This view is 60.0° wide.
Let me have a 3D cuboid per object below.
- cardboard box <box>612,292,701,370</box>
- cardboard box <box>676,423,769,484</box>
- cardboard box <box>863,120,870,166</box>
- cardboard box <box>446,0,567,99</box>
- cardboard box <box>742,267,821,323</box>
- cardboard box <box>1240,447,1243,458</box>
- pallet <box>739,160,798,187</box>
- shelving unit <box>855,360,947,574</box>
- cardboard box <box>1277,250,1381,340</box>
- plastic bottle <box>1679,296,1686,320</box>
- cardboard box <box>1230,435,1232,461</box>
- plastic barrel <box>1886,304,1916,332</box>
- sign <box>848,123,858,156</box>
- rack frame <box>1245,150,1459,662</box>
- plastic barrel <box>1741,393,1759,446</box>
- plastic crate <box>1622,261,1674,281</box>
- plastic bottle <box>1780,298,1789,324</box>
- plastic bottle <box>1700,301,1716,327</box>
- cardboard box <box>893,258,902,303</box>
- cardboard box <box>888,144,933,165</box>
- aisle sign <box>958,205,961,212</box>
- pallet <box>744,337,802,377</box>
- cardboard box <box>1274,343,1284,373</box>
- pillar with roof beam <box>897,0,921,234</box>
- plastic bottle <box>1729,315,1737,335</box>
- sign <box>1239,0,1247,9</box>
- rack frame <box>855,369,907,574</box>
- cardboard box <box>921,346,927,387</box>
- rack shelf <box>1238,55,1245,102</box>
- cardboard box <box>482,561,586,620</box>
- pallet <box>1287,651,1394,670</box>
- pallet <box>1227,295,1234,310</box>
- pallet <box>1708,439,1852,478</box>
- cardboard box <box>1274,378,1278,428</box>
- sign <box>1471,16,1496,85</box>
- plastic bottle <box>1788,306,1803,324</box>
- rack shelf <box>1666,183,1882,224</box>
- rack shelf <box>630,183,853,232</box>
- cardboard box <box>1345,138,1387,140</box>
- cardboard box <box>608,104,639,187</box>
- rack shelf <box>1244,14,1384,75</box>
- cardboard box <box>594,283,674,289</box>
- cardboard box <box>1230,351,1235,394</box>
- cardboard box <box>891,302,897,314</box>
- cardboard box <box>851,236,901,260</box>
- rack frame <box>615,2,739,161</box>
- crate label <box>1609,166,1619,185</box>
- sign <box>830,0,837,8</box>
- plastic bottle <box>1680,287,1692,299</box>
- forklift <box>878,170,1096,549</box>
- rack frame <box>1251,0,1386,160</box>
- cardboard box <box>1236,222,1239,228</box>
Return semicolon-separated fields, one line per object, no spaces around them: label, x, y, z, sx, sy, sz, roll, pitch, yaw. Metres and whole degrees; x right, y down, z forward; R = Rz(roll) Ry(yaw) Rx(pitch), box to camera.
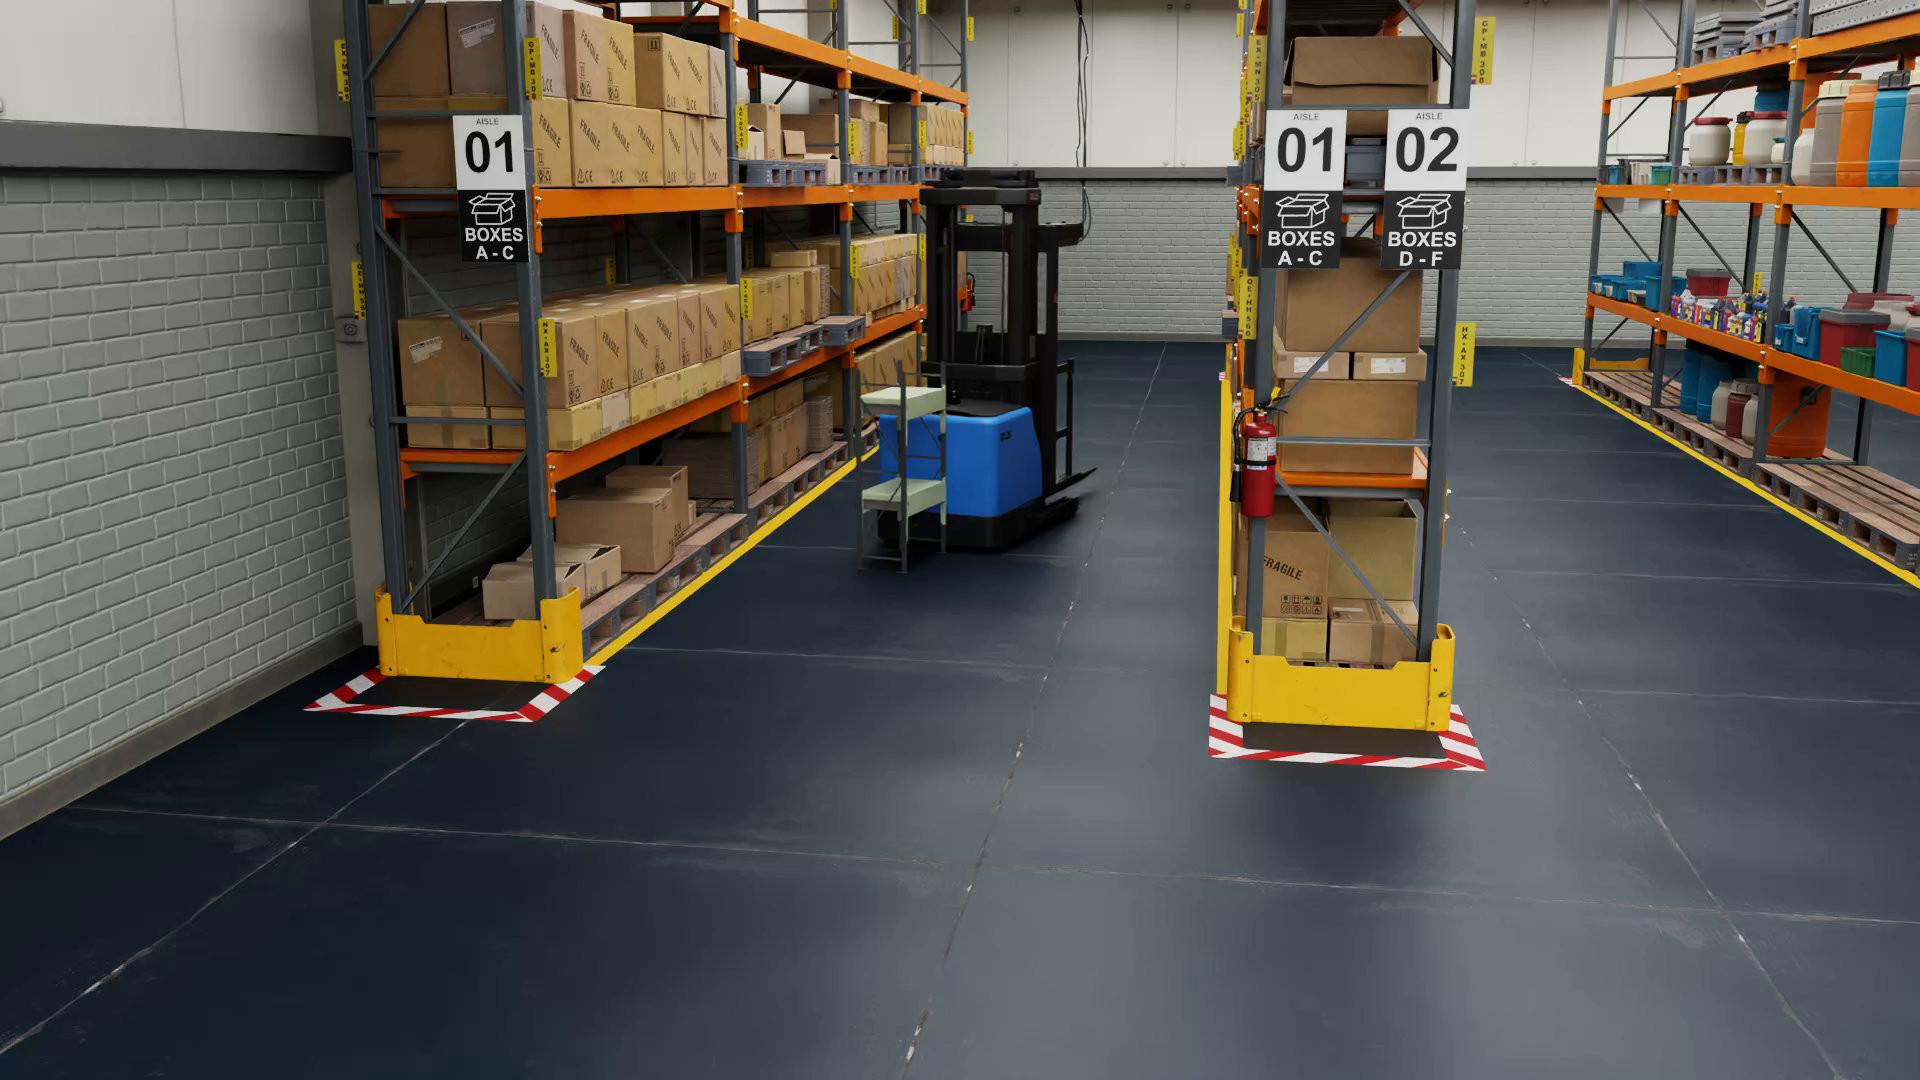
cardboard box;-2.161;-1.490;11.816;0.500;0.500;0.500;2;12;7
cardboard box;-2.108;-0.760;14.790;0.700;0.500;0.500;2;12;8
cardboard box;-1.410;-4.500;18.852;0.700;0.500;0.500;2;12;9
cardboard box;-2.551;-2.757;9.390;0.500;0.500;0.500;1;12;5
cardboard box;-1.741;-2.385;16.160;0.700;0.500;0.500;1;12;3
cardboard box;2.211;-0.381;11.893;0.500;0.500;0.500;2;12;9
pallet;-2.034;-3.004;13.637;1.213;0.211;1.003;2;12;9
shelving unit;-0.438;-0.568;12.570;0.431;1.500;0.755;5;13;22
cardboard box;2.214;-1.412;9.609;0.700;0.500;0.500;2;12;7
plastic bottle;8.272;-2.650;18.977;0.097;0.271;0.097;0;12;0
cardboard box;2.829;-0.834;15.773;0.500;0.250;0.500;2;12;7
plastic barrel;8.158;-1.762;14.282;0.421;0.512;0.421;0;12;0
sign;-1.084;-4.038;16.762;0.100;0.325;0.005;2;12;9
rack frame;2.045;-0.512;8.748;1.000;3.000;0.127;2;12;9
plastic barrel;8.227;-1.228;16.979;0.421;0.512;0.421;0;12;0
plastic crate;9.533;-3.652;23.093;0.616;0.435;0.499;2;12;9
plastic bottle;8.626;-2.370;17.487;0.144;0.351;0.185;2;12;9
plastic bottle;8.159;-2.463;18.095;0.152;0.276;0.135;2;12;9
cardboard box;-0.981;-3.058;19.574;0.500;0.500;0.500;2;12;9
cardboard box;-0.638;-4.952;21.353;0.500;0.250;0.500;2;12;8
aisle sign;-0.082;-5.278;24.694;0.394;0.787;0.004;2;12;9
pallet;-1.973;-1.565;14.089;1.003;0.211;1.213;2;12;9
cardboard box;1.955;-1.018;9.319;0.380;0.149;0.250;2;12;10
pillar with roof beam;3.425;-7.385;26.402;9.100;9.000;0.400;2;12;9
plastic bottle;7.971;-2.210;17.098;0.097;0.201;0.097;0;12;0
sign;3.358;-6.459;19.699;0.100;0.325;0.005;2;12;9
rack frame;-0.580;-0.497;12.240;0.400;1.500;0.023;5;13;22
cardboard box;-0.788;-2.305;22.006;0.700;0.500;0.500;2;12;9
rack shelf;4.199;-6.005;21.715;1.077;0.370;4.000;2;12;9
cardboard box;-2.655;0.287;10.380;0.500;0.311;0.500;0;12;2
pallet;2.122;0.691;9.786;1.003;0.211;1.213;2;12;9
pallet;3.660;-2.753;19.603;1.003;0.211;1.213;2;12;9
pallet;8.250;-0.818;16.788;1.003;0.211;1.213;2;12;9
cardboard box;2.288;-0.870;10.173;0.700;0.500;0.500;2;12;9
sign;2.593;-2.425;8.242;0.100;0.325;0.005;2;12;9
plastic bottle;8.769;-2.323;17.449;0.152;0.276;0.135;2;12;9
rack shelf;8.477;-3.547;17.418;1.077;0.370;4.000;2;12;9
rack shelf;-1.927;-3.035;15.044;1.077;0.370;4.000;2;12;9
cardboard box;2.401;-2.368;9.509;0.380;0.149;0.250;2;12;9
cardboard box;-2.358;-2.477;10.461;0.500;0.500;0.500;2;12;11
rack shelf;2.968;-4.146;14.029;1.077;0.370;4.000;2;12;9
cardboard box;-2.513;-1.716;12.865;0.500;0.500;0.500;2;12;7
cardboard box;3.698;-2.131;21.149;0.500;0.500;0.500;2;12;9
cardboard box;-0.962;-2.765;19.754;0.380;0.149;0.250;2;12;9
cardboard box;-0.990;-3.422;19.482;0.500;0.250;0.500;2;12;10
rack frame;-2.235;-4.437;12.720;1.000;3.000;0.127;2;12;9
crate label;8.939;-4.893;22.311;0.408;0.251;0.502;2;12;9
sign;-1.549;-6.659;20.440;0.100;0.325;0.005;2;12;9
plastic bottle;8.404;-2.753;19.265;0.144;0.351;0.185;2;12;9
forklift;0.383;-1.632;14.109;1.130;2.935;3.031;5;13;22
rack frame;2.661;-4.277;11.979;1.000;3.000;0.127;2;12;9
cardboard box;4.023;-4.083;22.709;0.500;0.500;0.500;2;12;9
